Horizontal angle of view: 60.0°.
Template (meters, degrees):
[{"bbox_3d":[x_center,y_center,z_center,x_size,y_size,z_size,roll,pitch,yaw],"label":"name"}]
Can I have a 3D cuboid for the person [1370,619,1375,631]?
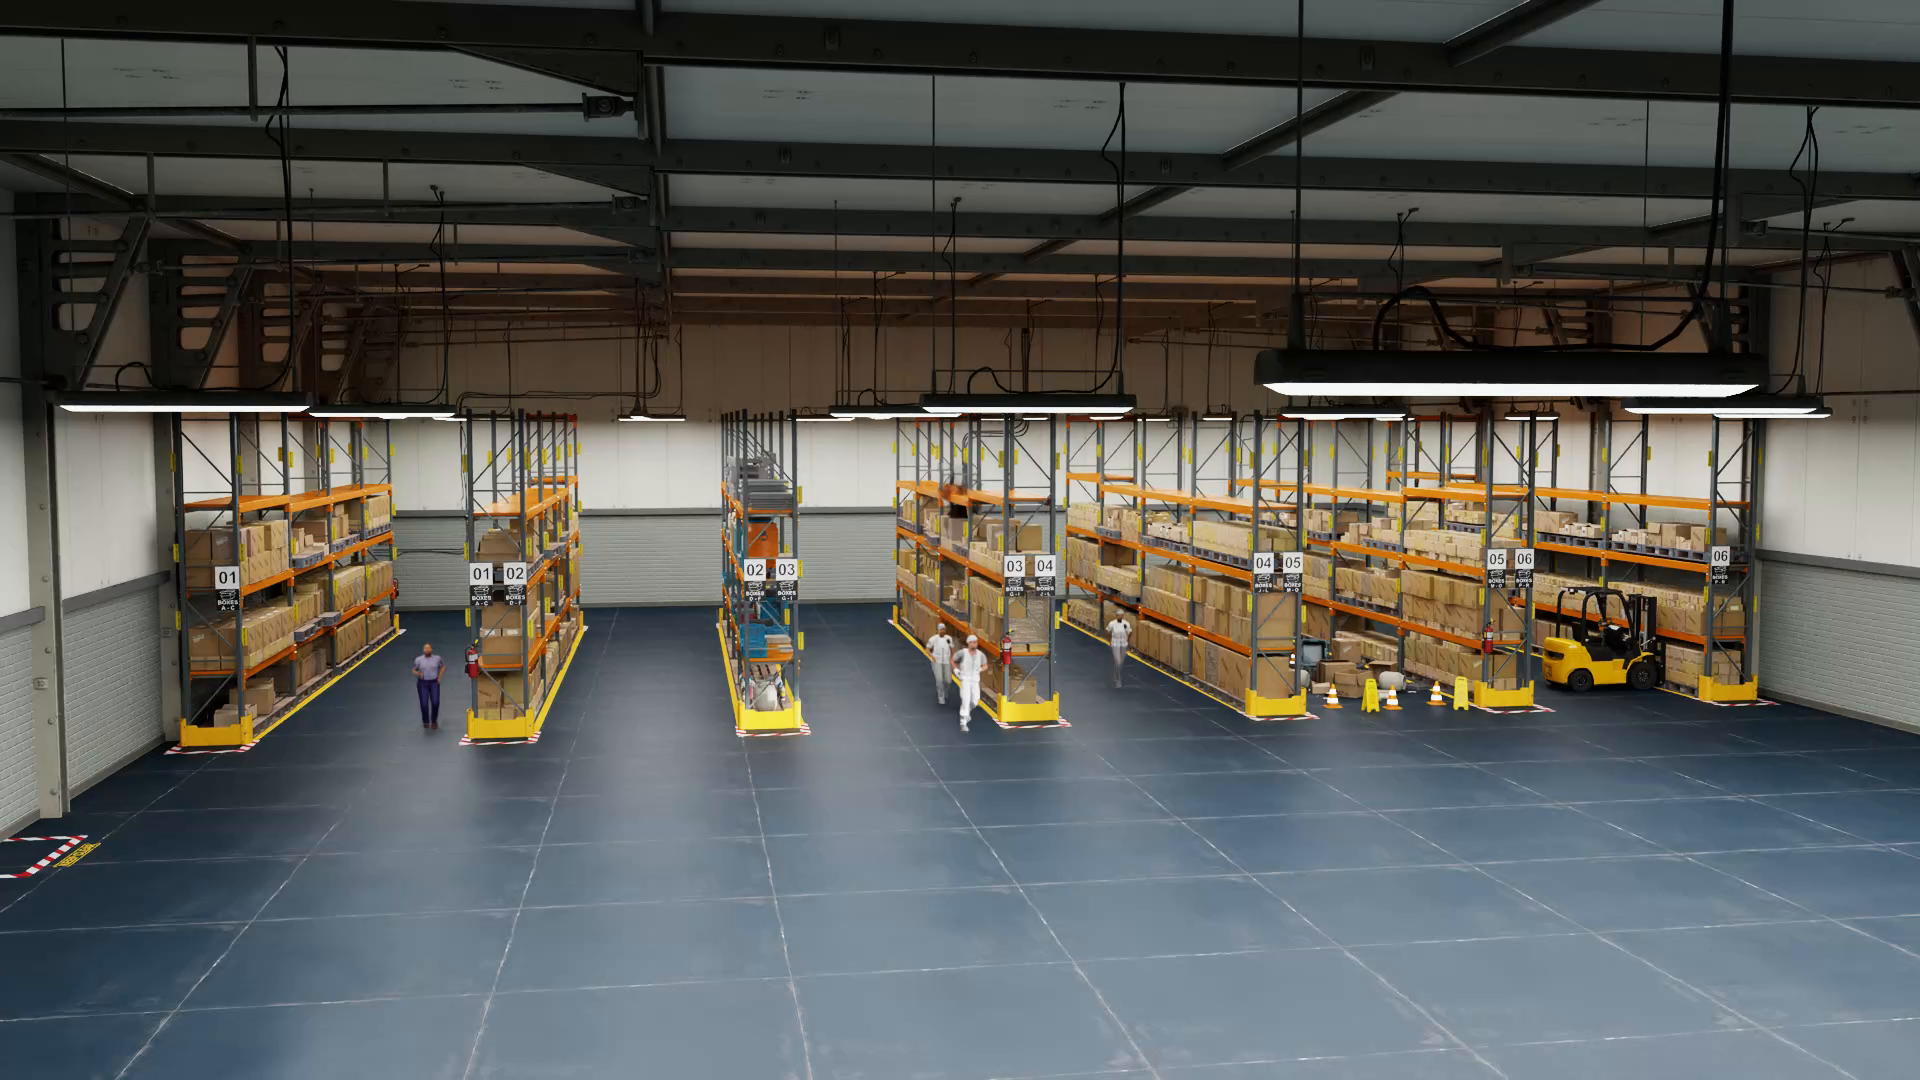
[{"bbox_3d":[10.973,1.721,44.708,0.684,1.772,1.006,0,4,-7],"label":"person"}]

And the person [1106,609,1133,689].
[{"bbox_3d":[3.486,2.342,36.349,0.575,1.736,0.794,-1,4,-12],"label":"person"}]

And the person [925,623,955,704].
[{"bbox_3d":[-0.400,2.526,34.178,0.614,1.638,0.578,-1,4,-13],"label":"person"}]

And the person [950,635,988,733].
[{"bbox_3d":[0.207,2.666,31.334,0.685,1.765,0.952,-2,4,-21],"label":"person"}]

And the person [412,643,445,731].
[{"bbox_3d":[-9.926,2.752,31.077,0.593,1.664,0.638,-1,4,-17],"label":"person"}]
